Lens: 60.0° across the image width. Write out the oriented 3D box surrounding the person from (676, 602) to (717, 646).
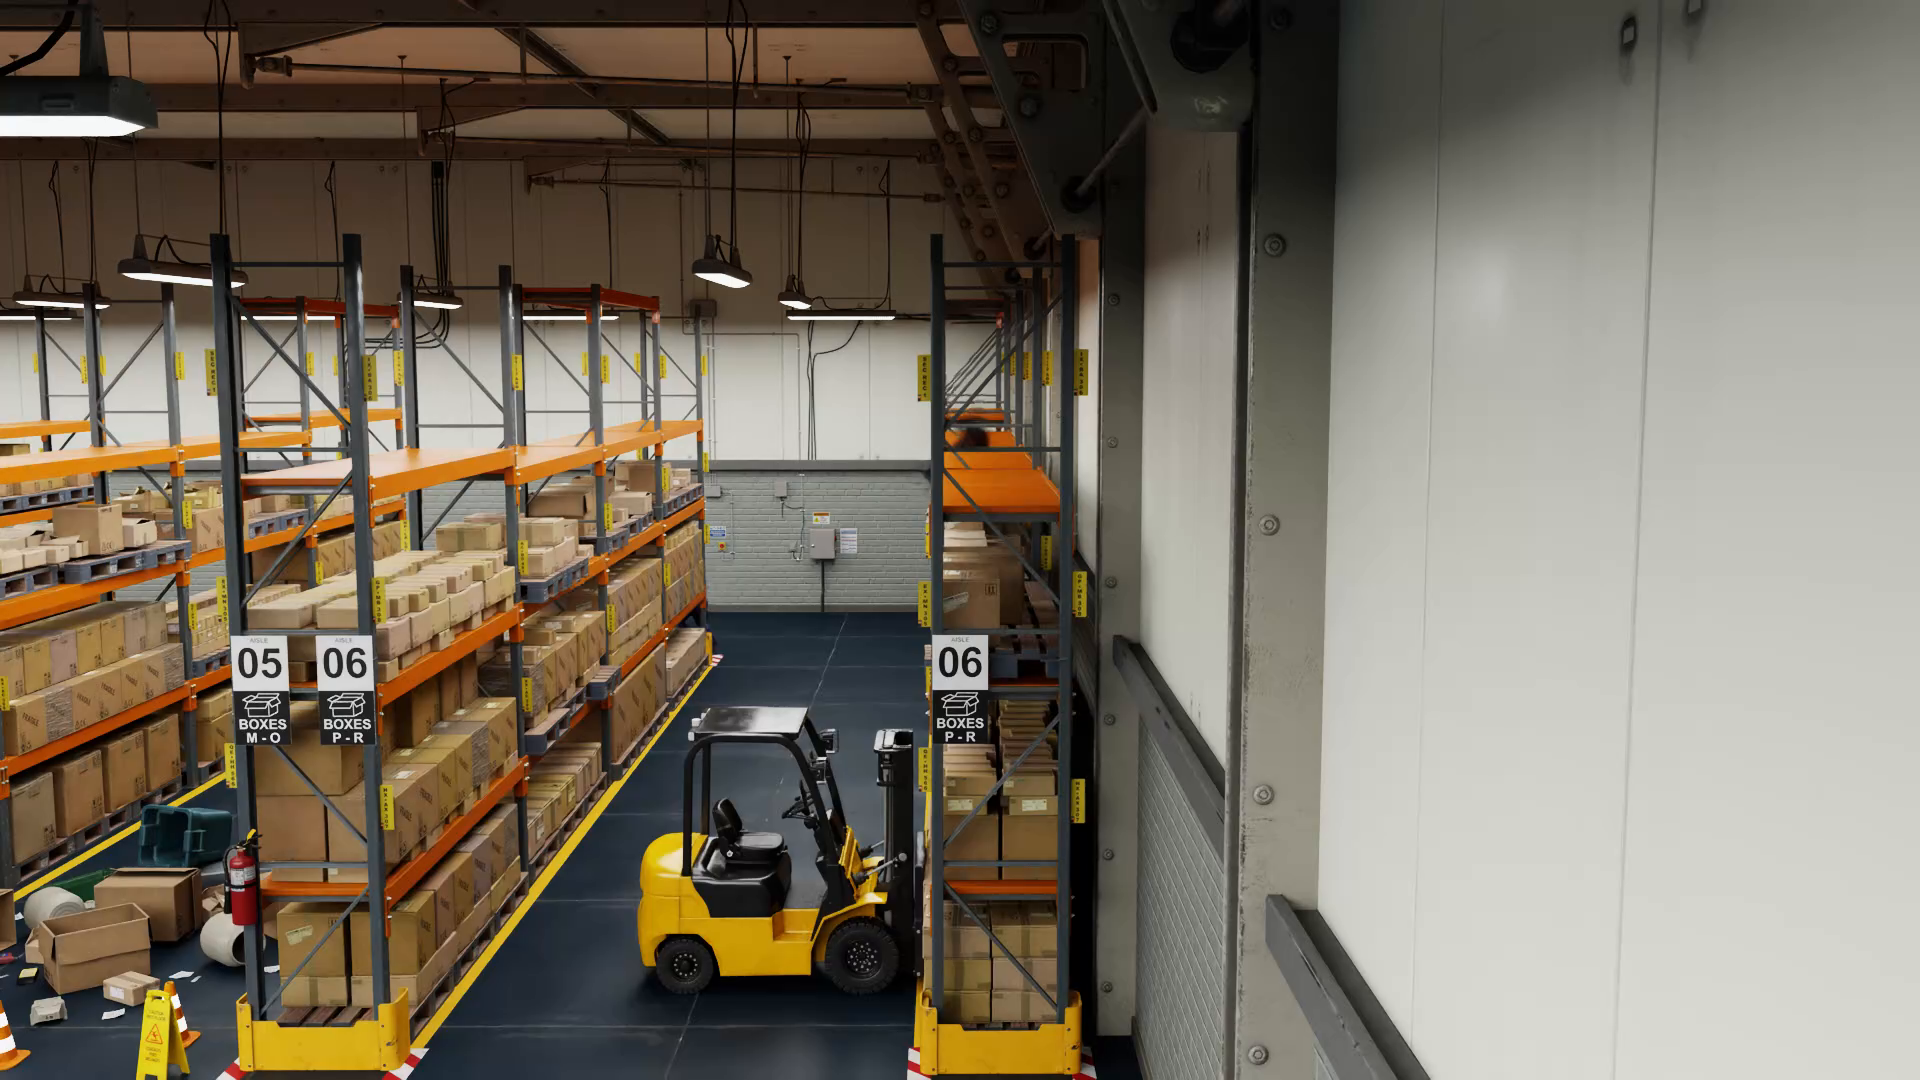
[{"bbox_3d":[-4.703,1.160,29.171,0.649,1.661,0.689,3,7,23],"label":"person"}]
